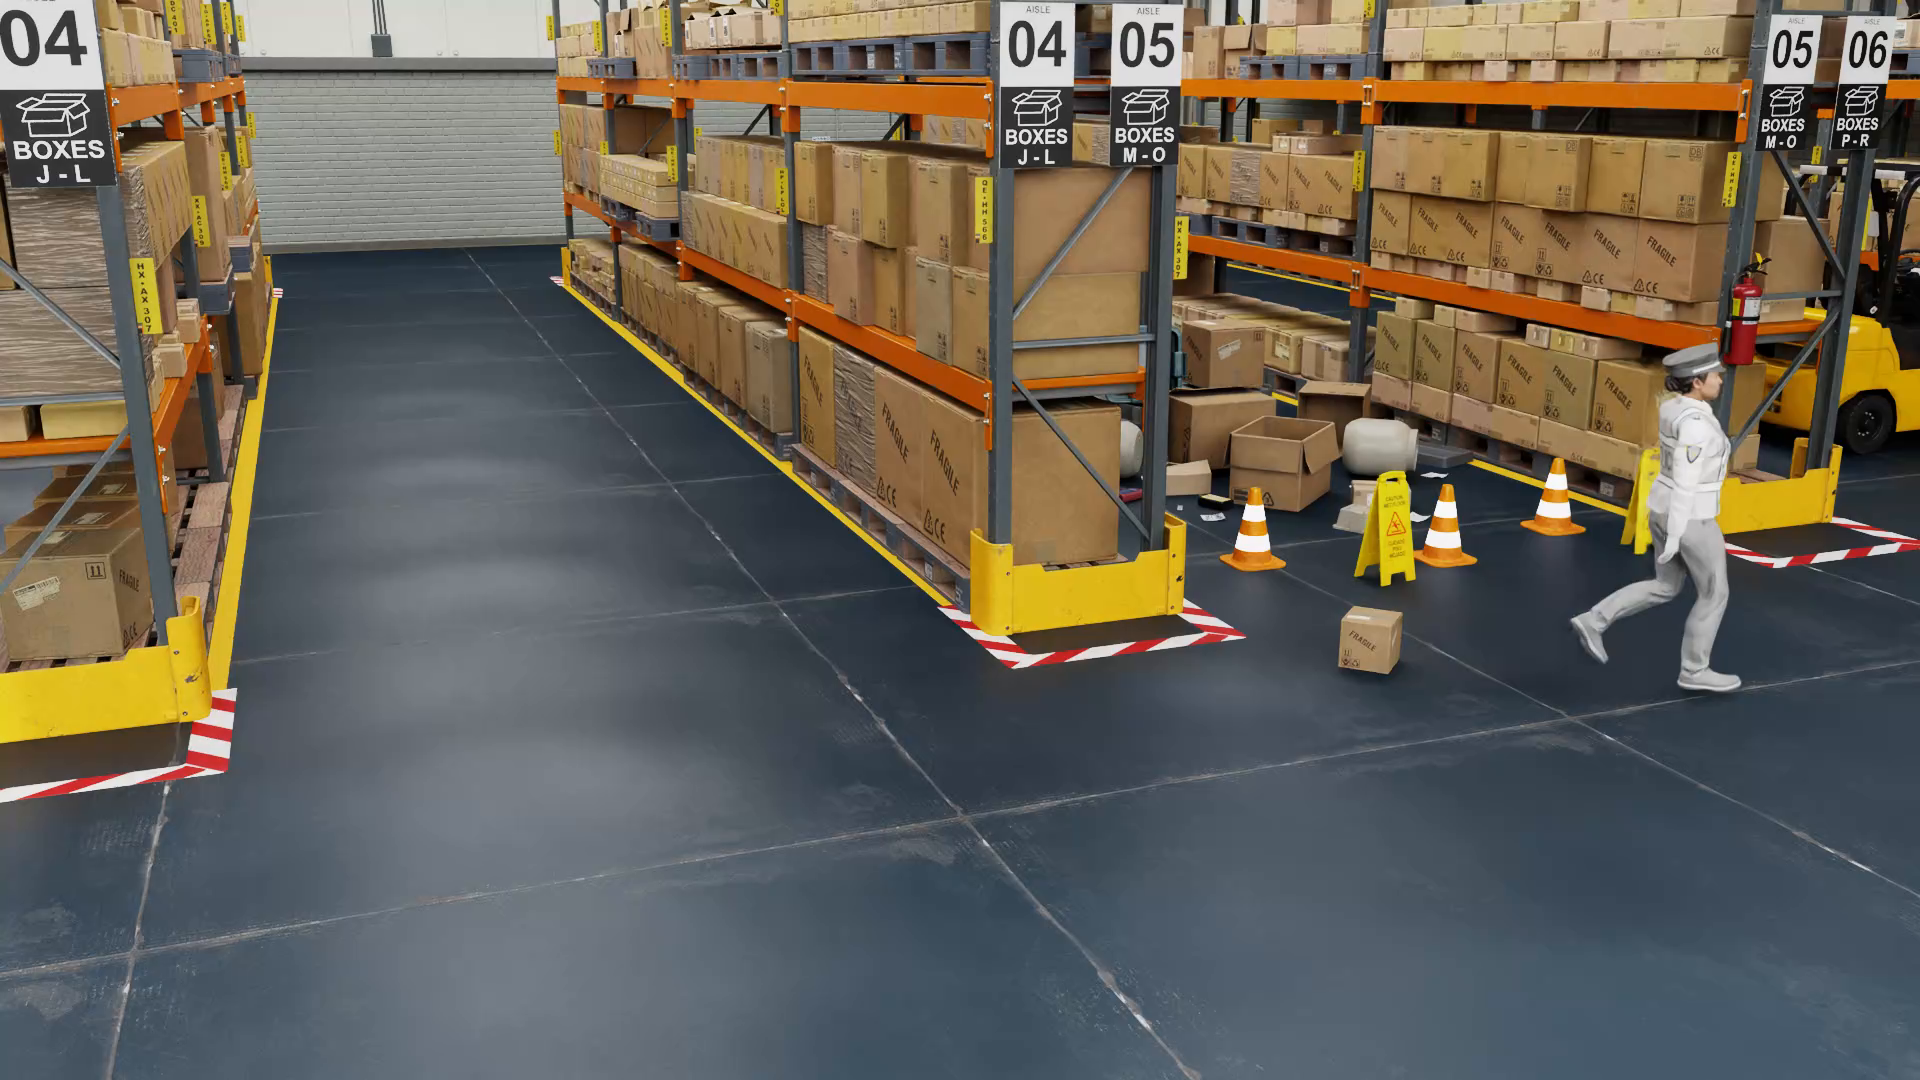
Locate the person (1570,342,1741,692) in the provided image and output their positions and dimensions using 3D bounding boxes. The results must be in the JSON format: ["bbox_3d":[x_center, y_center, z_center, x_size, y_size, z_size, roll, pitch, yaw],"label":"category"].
[{"bbox_3d":[3.353,-0.111,7.799,0.750,1.655,0.474,1,16,3],"label":"person"}]
